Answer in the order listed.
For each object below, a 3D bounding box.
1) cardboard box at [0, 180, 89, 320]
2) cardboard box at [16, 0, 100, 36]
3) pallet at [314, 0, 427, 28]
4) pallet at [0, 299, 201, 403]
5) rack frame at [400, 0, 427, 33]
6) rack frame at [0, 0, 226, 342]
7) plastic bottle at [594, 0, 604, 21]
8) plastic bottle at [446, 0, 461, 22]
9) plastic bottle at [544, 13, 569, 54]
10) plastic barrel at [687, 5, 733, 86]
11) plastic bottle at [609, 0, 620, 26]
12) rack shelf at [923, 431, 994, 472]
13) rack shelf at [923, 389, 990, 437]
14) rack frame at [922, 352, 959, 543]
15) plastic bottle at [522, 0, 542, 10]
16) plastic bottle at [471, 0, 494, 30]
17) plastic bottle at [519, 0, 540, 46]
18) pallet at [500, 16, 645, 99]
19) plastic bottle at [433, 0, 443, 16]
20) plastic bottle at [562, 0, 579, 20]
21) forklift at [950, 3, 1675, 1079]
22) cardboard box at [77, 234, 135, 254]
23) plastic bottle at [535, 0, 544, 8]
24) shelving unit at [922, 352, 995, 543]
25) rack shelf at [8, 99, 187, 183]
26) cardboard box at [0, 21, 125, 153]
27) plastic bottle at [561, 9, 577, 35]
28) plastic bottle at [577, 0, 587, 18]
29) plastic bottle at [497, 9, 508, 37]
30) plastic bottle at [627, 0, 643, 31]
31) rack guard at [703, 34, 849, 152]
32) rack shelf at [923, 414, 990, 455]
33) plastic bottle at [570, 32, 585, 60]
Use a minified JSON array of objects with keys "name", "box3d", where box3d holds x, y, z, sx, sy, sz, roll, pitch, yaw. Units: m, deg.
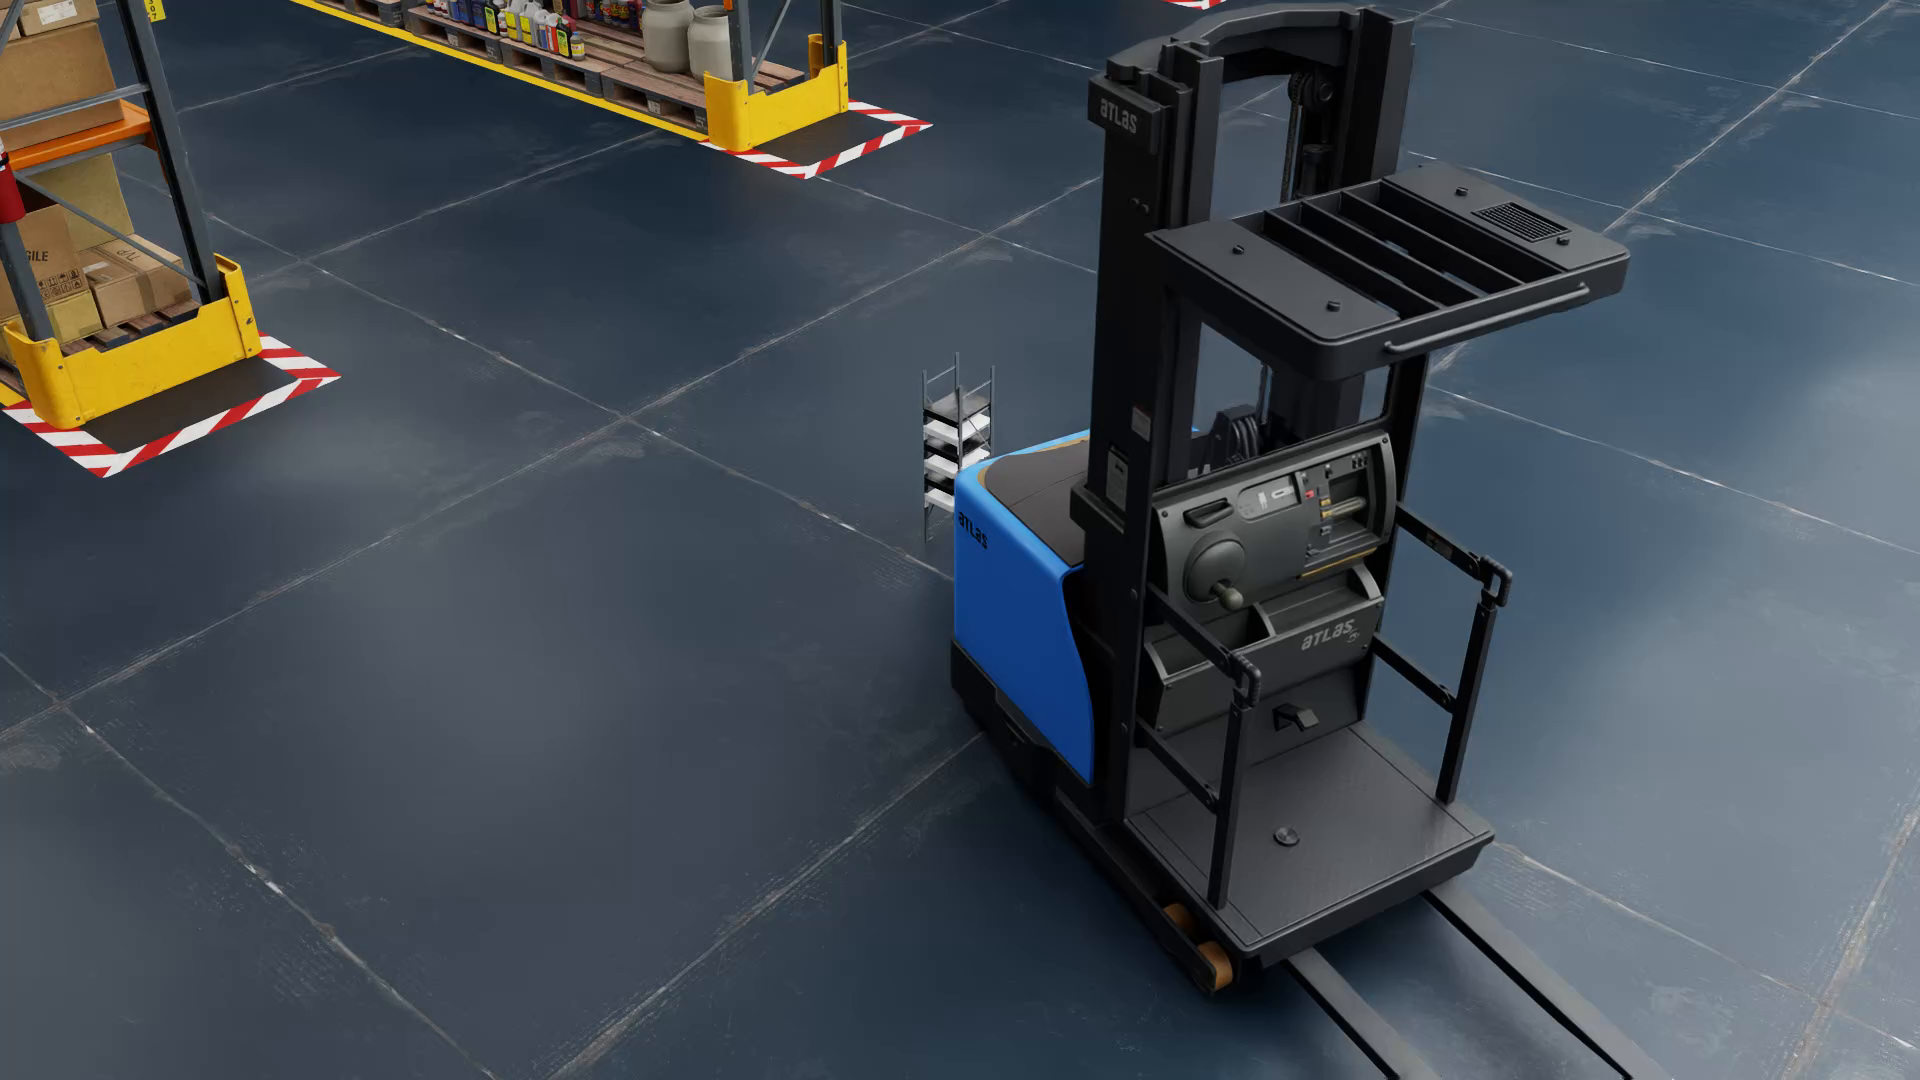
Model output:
[{"name":"cardboard box","box3d":[-5.000,-1.528,8.720,0.500,0.500,0.500,25,42,32]},{"name":"cardboard box","box3d":[-4.561,-2.659,8.310,0.250,0.149,0.380,25,42,32]},{"name":"pallet","box3d":[-4.928,-4.835,14.604,1.213,0.211,1.003,25,42,32]},{"name":"pallet","box3d":[-5.012,-1.224,9.345,1.213,0.211,1.003,25,42,32]},{"name":"rack frame","box3d":[-4.299,-5.717,13.425,0.127,3.000,1.000,25,42,32]},{"name":"rack frame","box3d":[-4.397,-2.114,8.179,0.127,3.000,1.000,25,42,32]},{"name":"plastic bottle","box3d":[-2.915,-4.351,13.457,0.097,0.271,0.097,0,34,0]},{"name":"plastic bottle","box3d":[-4.069,-4.364,13.472,0.135,0.276,0.152,27,43,33]},{"name":"plastic bottle","box3d":[-3.093,-3.904,12.803,0.135,0.276,0.152,26,42,32]},{"name":"plastic barrel","box3d":[-1.780,-3.621,12.199,0.421,0.512,0.421,0,34,0]},{"name":"plastic bottle","box3d":[-2.759,-4.277,13.350,0.097,0.271,0.097,0,34,0]},{"name":"rack shelf","box3d":[-0.006,-0.421,7.467,0.200,0.077,0.258,25,42,32]},{"name":"rack shelf","box3d":[-0.006,-0.569,7.366,0.200,0.077,0.258,25,42,32]},{"name":"rack frame","box3d":[-0.084,-0.411,7.553,0.006,0.900,0.240,25,42,32]},{"name":"plastic bottle","box3d":[-3.397,-4.154,13.166,0.135,0.276,0.152,25,42,32]},{"name":"plastic bottle","box3d":[-3.799,-4.265,13.262,0.185,0.351,0.144,23,41,30]},{"name":"plastic bottle","box3d":[-3.330,-4.043,12.939,0.185,0.351,0.144,27,43,34]},{"name":"pallet","box3d":[-2.868,-3.864,13.190,1.213,0.211,1.003,25,42,32]},{"name":"plastic bottle","box3d":[-4.257,-4.402,13.593,0.097,0.201,0.097,0,34,0]},{"name":"plastic bottle","box3d":[-3.169,-4.377,13.484,0.133,0.283,0.061,25,42,32]},{"name":"forklift","box3d":[1.129,0.000,5.161,1.130,2.935,3.031,-18,38,-24]},{"name":"cardboard box","box3d":[-5.054,-1.624,9.523,0.500,0.250,0.500,25,42,32]},{"name":"plastic bottle","box3d":[-3.548,-4.524,13.706,0.135,0.276,0.152,25,42,32]},{"name":"shelving unit","box3d":[-0.006,-0.374,7.500,0.210,0.900,0.258,25,42,32]},{"name":"rack shelf","box3d":[-5.934,-2.542,9.437,4.000,0.370,1.077,25,42,32]},{"name":"cardboard box","box3d":[-4.748,-2.330,8.405,0.500,0.500,0.700,25,42,32]},{"name":"plastic bottle","box3d":[-3.026,-3.954,12.868,0.133,0.283,0.061,25,42,32]},{"name":"plastic bottle","box3d":[-3.102,-4.420,13.554,0.135,0.276,0.152,26,42,33]},{"name":"plastic bottle","box3d":[-3.597,-4.091,13.140,0.097,0.201,0.097,0,34,0]},{"name":"plastic bottle","box3d":[-2.581,-4.212,13.244,0.133,0.283,0.061,26,42,33]},{"name":"rack guard","box3d":[-1.314,-3.244,12.033,0.348,0.500,1.175,25,42,32]},{"name":"rack shelf","box3d":[-0.006,-0.495,7.417,0.200,0.077,0.258,25,42,32]},{"name":"plastic bottle","box3d":[-2.917,-3.770,12.673,0.097,0.201,0.097,0,34,0]}]
